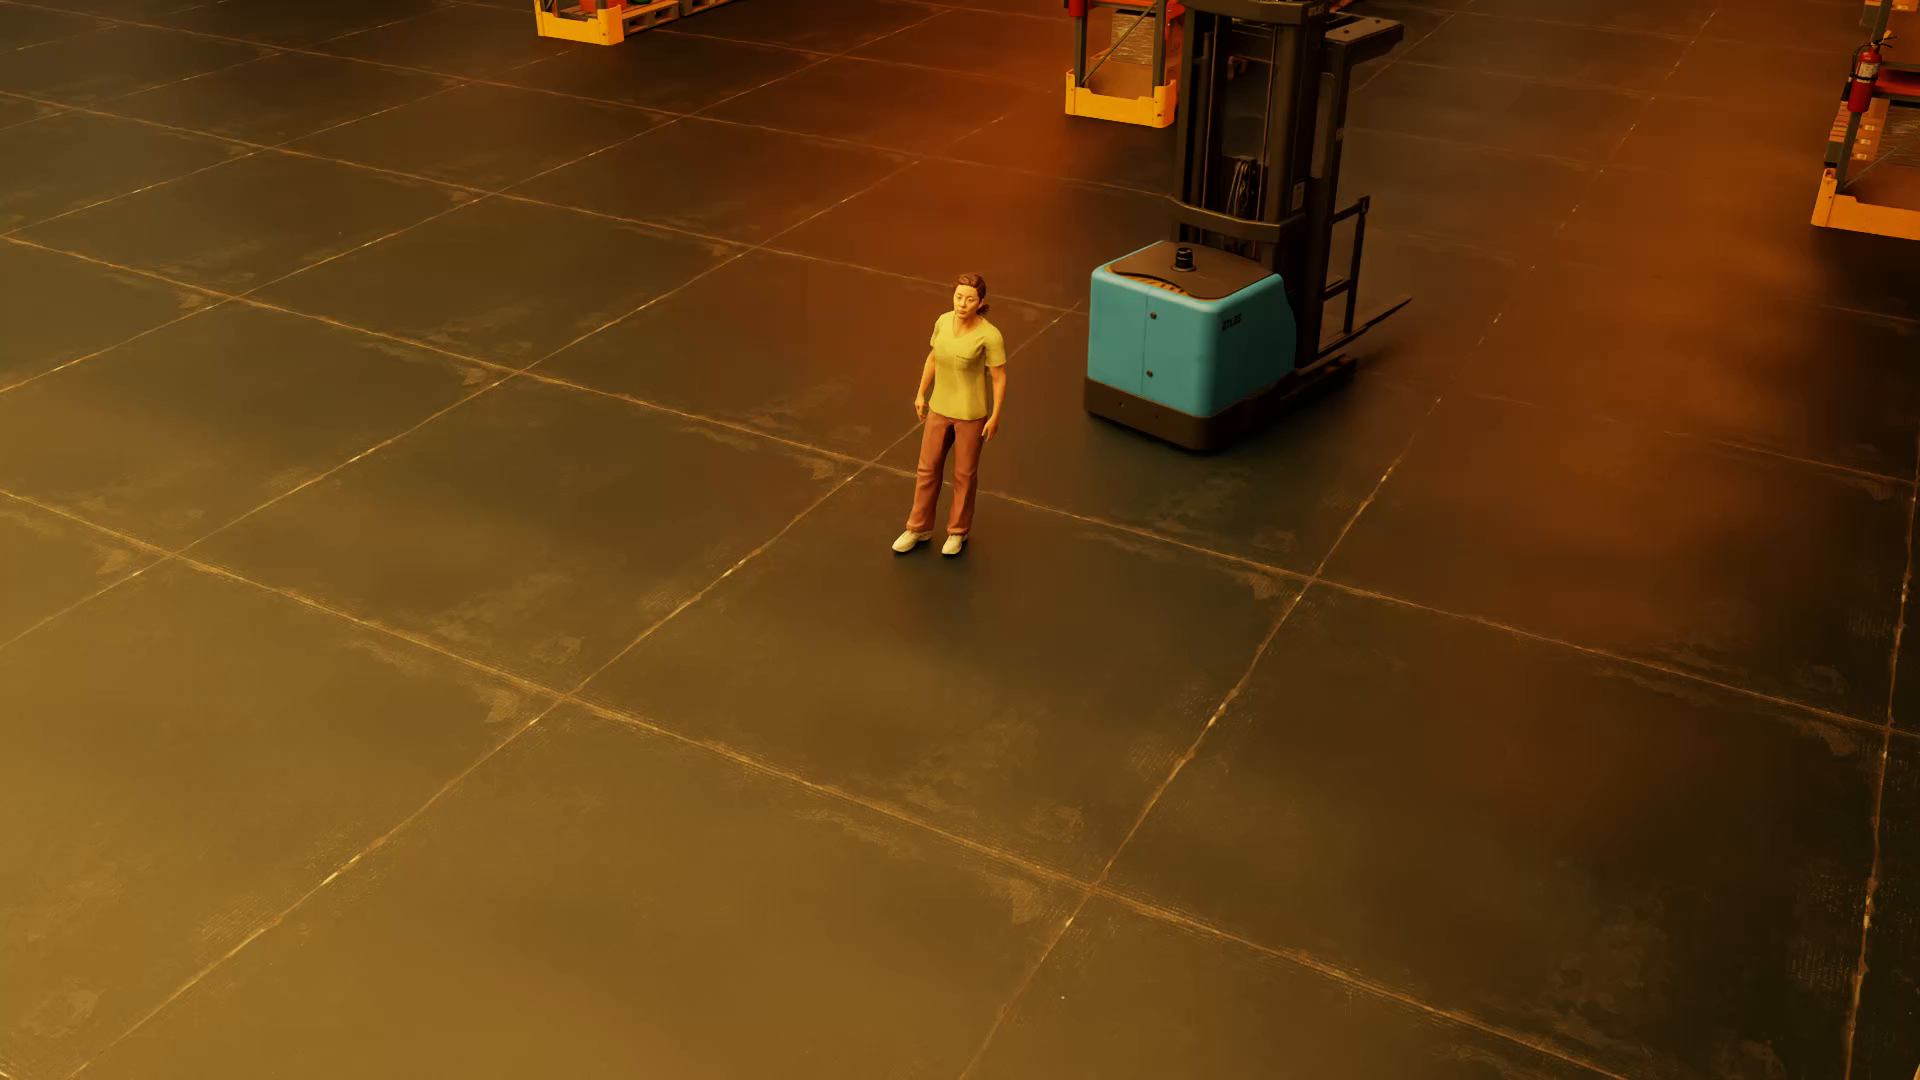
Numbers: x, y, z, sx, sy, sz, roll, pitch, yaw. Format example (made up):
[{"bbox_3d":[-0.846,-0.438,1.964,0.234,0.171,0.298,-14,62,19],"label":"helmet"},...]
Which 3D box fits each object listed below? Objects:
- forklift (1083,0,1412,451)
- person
[{"bbox_3d":[2.216,-2.504,11.410,1.130,2.935,3.031,25,38,36],"label":"forklift"},{"bbox_3d":[-0.045,-0.702,9.529,0.555,1.675,0.549,15,33,25],"label":"person"}]
